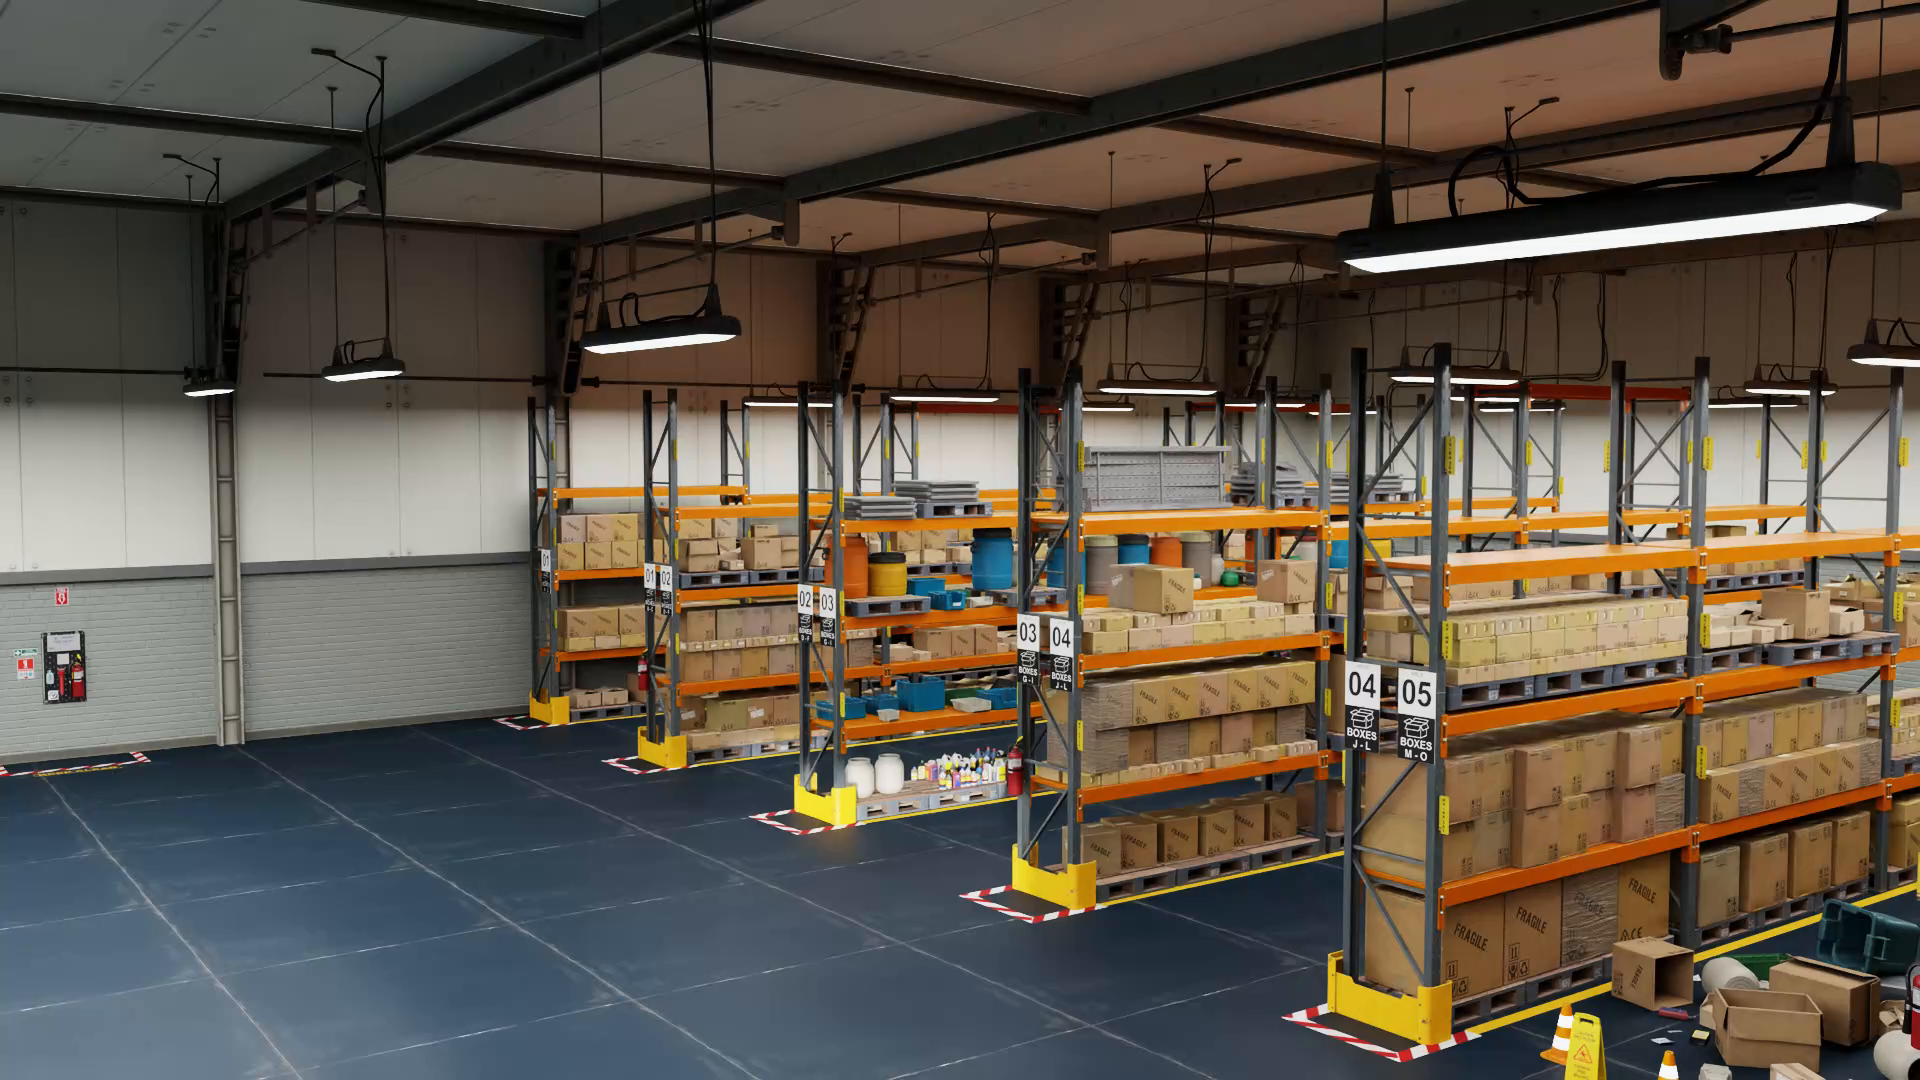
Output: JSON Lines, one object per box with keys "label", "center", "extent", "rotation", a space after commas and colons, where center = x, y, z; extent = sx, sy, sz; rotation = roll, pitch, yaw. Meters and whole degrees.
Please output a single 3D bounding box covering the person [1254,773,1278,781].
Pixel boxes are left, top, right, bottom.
{"label": "person", "center": [4.714, 2.828, 25.449], "extent": [0.430, 1.667, 0.508], "rotation": [2, 4, 24]}
